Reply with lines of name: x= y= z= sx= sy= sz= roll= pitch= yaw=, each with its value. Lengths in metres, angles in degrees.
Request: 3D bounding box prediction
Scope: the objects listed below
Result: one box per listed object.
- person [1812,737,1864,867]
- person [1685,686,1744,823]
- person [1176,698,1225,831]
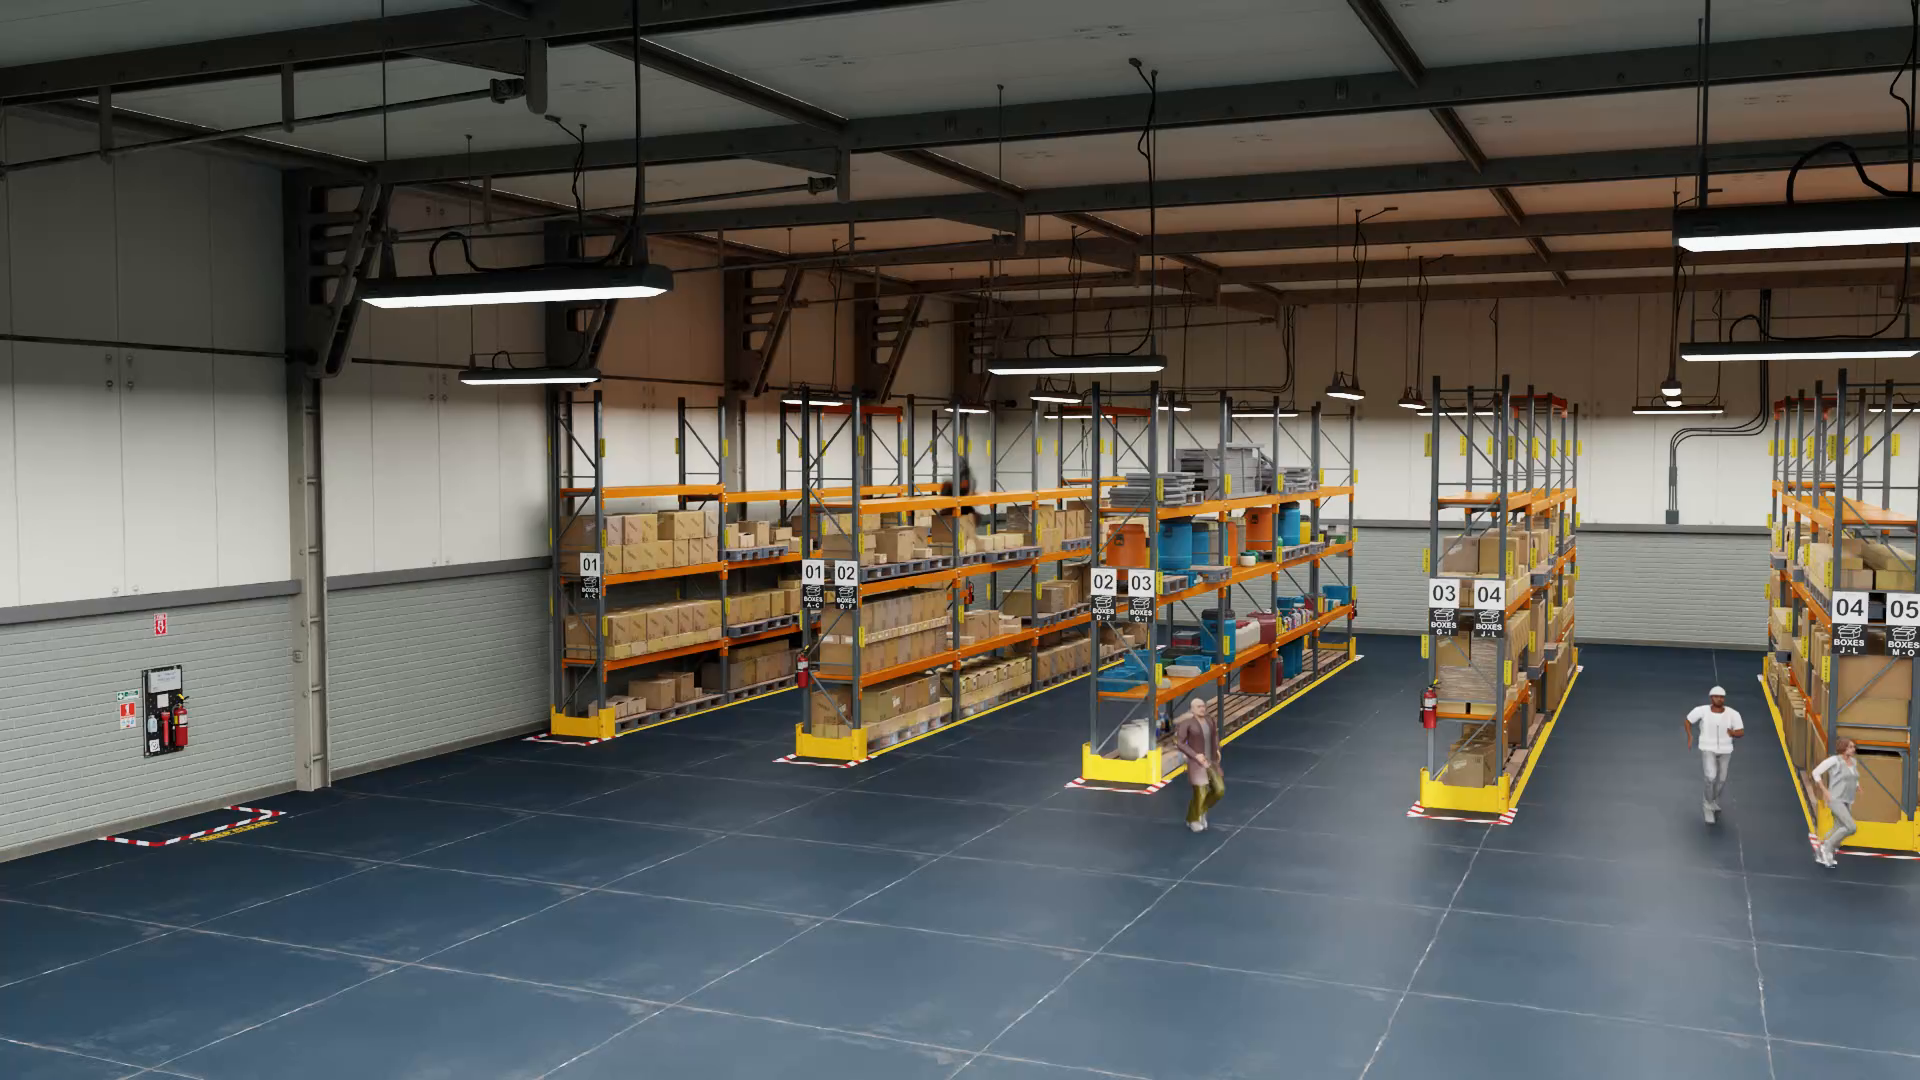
person: x=10.469 y=3.114 z=19.783 sx=0.529 sy=1.555 sz=0.574 roll=-2 pitch=4 yaw=-29
person: x=10.194 y=2.884 z=22.434 sx=0.674 sy=1.827 sz=0.764 roll=1 pitch=3 yaw=10
person: x=3.164 y=2.934 z=21.687 sx=0.722 sy=1.737 sz=0.607 roll=-2 pitch=4 yaw=-27
